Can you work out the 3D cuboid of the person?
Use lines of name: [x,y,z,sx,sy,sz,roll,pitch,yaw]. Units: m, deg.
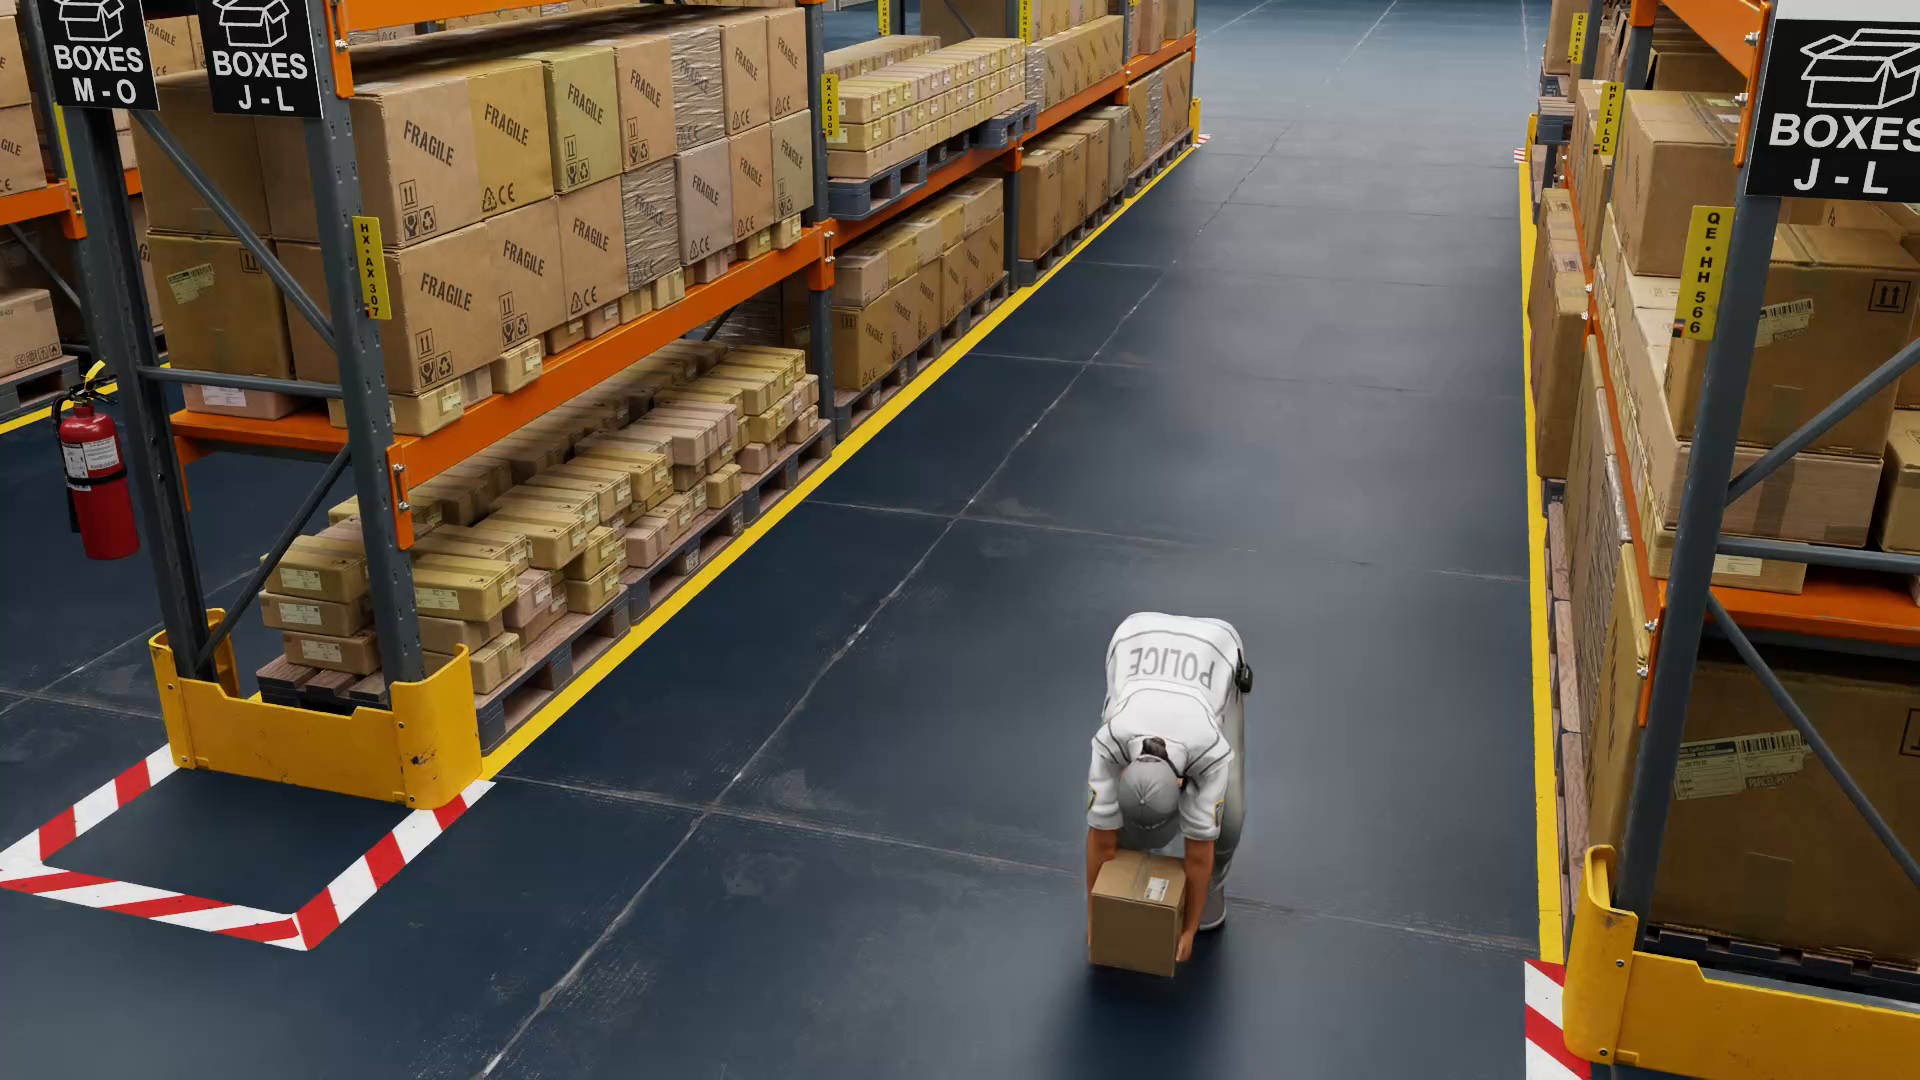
person: [0.622,0.780,5.081,0.498,0.978,0.943,5,23,13]
